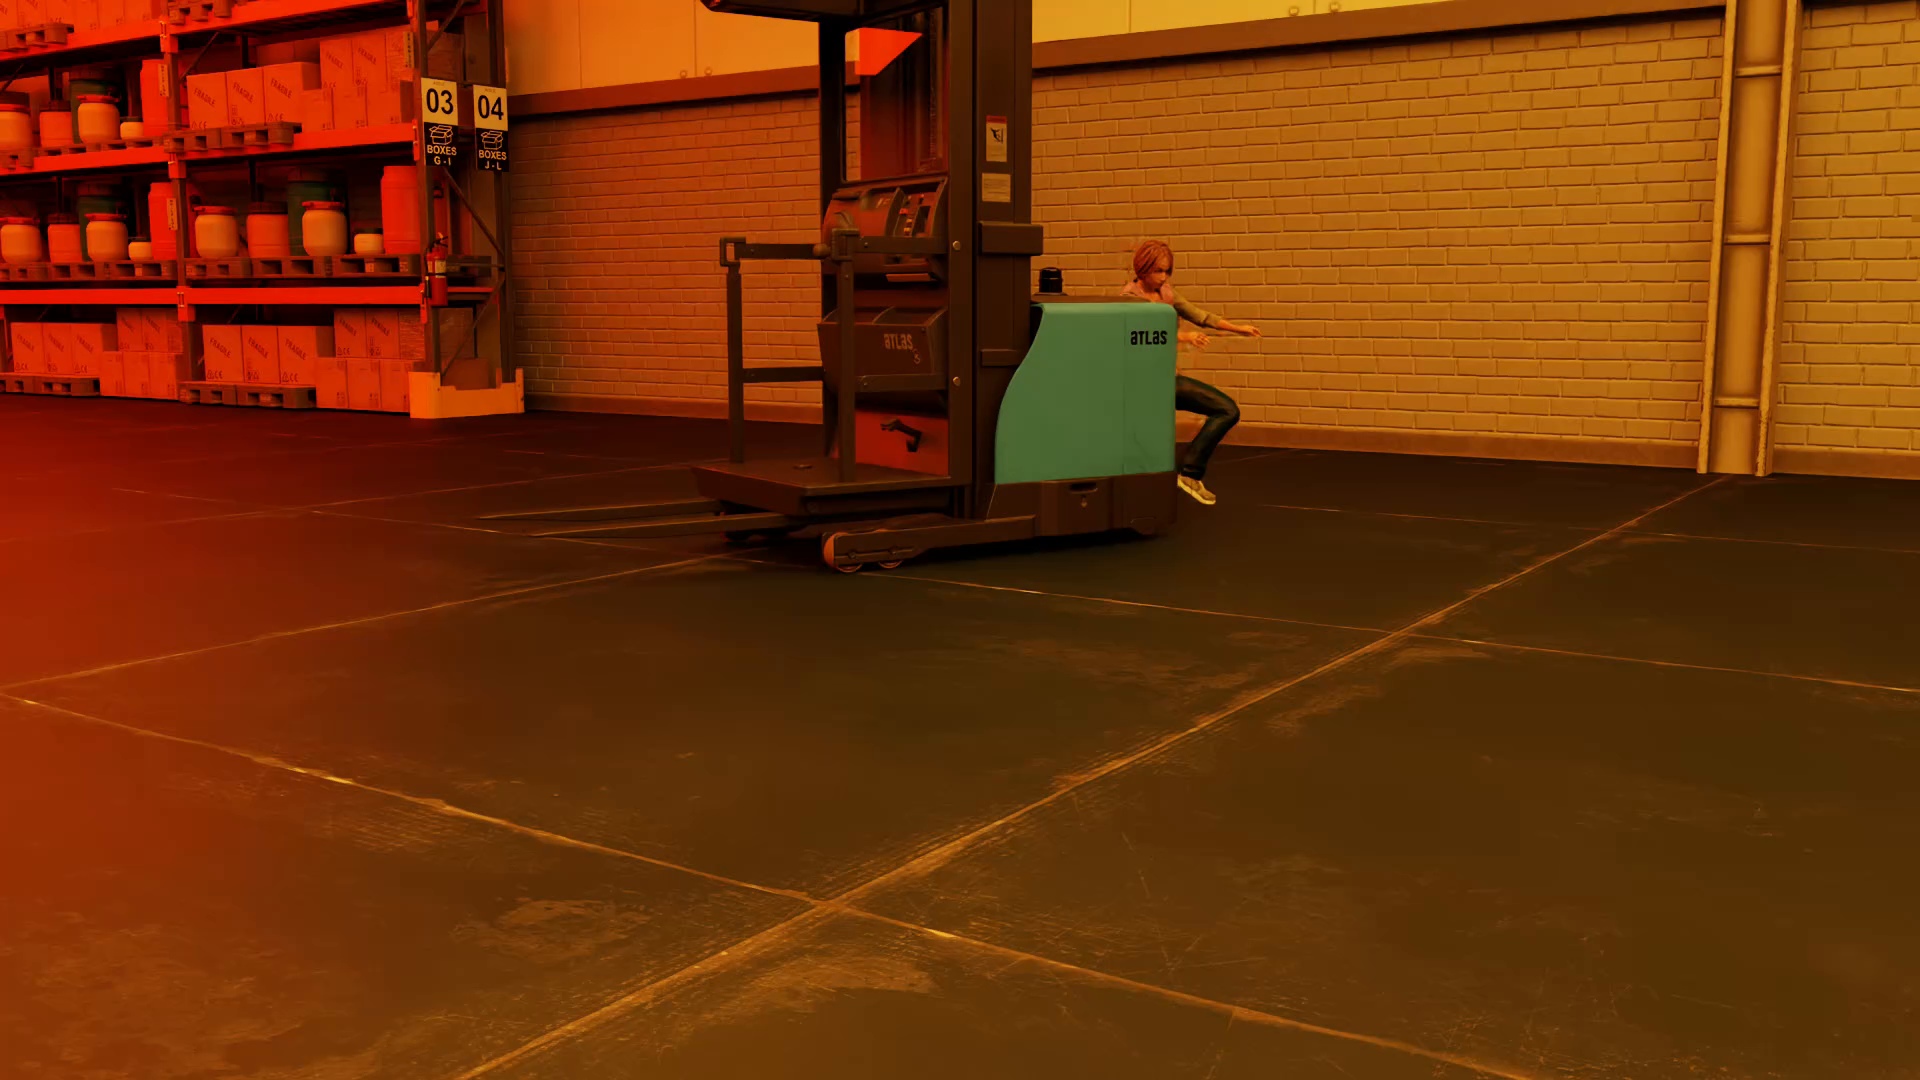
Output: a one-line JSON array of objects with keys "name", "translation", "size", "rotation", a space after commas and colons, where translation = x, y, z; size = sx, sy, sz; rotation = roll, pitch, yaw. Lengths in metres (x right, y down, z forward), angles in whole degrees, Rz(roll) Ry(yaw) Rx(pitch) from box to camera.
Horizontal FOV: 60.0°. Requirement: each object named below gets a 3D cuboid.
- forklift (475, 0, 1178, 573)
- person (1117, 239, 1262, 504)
[{"name": "forklift", "translation": [-0.507, -1.403, 7.061], "size": [3.031, 2.935, 1.130], "rotation": [-5, 10, -33]}, {"name": "person", "translation": [1.085, -0.806, 8.386], "size": [0.825, 1.369, 0.687], "rotation": [-7, 10, -39]}]
